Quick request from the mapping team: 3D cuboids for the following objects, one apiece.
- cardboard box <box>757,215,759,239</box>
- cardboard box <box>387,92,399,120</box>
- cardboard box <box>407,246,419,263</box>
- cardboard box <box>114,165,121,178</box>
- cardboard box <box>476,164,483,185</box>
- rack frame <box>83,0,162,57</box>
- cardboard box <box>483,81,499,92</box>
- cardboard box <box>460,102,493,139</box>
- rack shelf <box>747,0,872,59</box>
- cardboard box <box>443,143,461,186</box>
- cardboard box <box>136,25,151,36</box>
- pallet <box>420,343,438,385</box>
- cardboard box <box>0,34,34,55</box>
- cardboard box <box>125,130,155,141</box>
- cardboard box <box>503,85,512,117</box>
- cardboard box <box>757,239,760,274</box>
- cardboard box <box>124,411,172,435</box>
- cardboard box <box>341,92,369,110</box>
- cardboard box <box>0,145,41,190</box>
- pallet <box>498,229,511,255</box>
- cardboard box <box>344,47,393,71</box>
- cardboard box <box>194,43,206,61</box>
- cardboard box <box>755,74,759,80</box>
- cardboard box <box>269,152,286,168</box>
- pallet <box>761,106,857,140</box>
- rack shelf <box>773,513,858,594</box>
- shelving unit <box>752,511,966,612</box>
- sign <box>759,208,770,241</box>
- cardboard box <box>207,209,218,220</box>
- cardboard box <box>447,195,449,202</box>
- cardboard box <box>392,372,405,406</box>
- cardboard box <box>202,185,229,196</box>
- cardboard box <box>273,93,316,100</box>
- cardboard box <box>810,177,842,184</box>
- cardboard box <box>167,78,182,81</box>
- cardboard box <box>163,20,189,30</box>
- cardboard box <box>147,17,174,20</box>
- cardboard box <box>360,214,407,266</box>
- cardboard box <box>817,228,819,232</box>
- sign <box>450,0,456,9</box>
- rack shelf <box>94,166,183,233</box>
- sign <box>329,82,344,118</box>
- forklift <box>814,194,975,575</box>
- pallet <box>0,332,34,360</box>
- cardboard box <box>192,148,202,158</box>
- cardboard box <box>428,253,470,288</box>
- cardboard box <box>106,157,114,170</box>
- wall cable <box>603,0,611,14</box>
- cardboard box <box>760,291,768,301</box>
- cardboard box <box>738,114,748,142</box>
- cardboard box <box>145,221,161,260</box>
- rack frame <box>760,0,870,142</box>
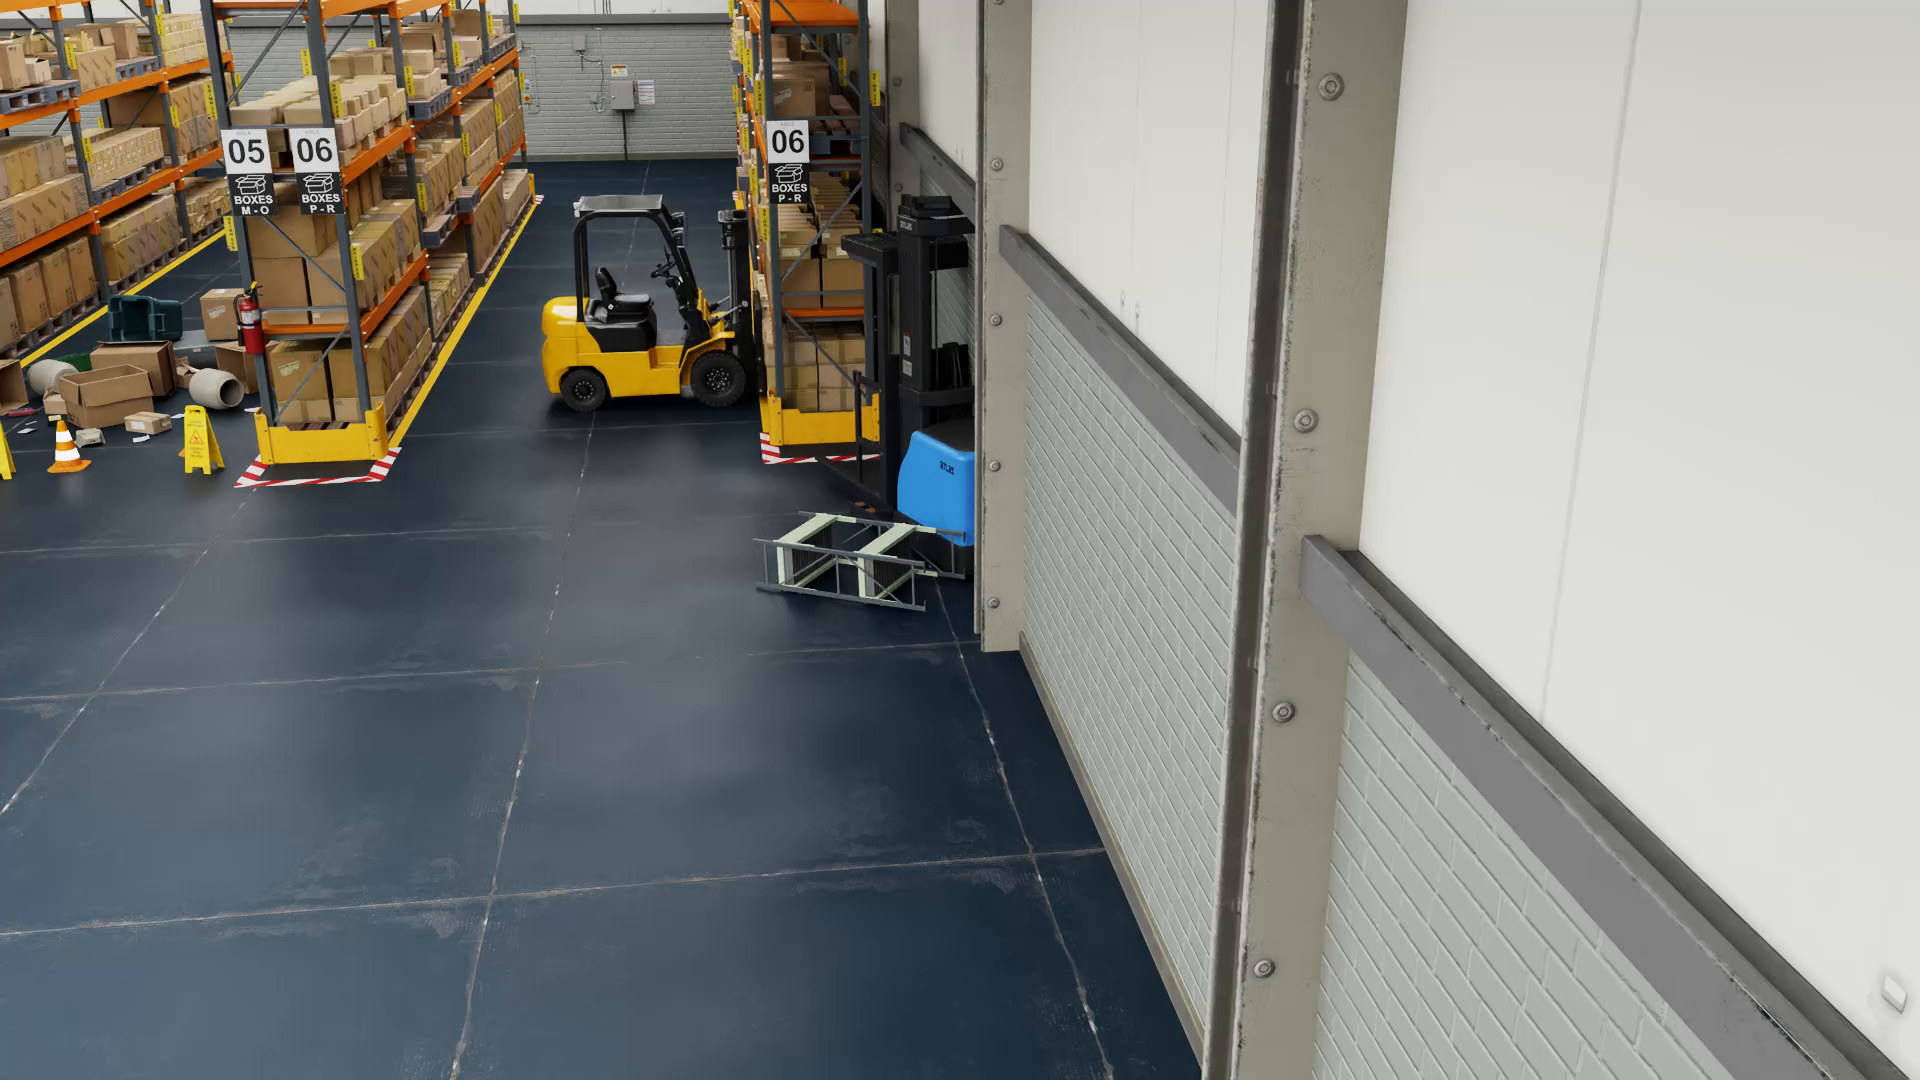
[{"bbox_3d":[-2.278,-3.933,20.747,0.500,0.250,0.500,-2,21,-7],"label":"cardboard box"},{"bbox_3d":[-6.454,-4.750,18.223,0.500,0.250,0.500,-3,21,-9],"label":"cardboard box"},{"bbox_3d":[-6.467,-3.290,19.172,0.380,0.149,0.250,-2,21,-7],"label":"cardboard box"},{"bbox_3d":[-12.342,-5.306,23.968,0.380,0.149,0.250,-2,21,-6],"label":"cardboard box"},{"bbox_3d":[-7.417,-5.445,24.797,0.500,0.250,0.500,-2,21,-6],"label":"cardboard box"},{"bbox_3d":[-12.895,-8.885,25.219,1.000,3.000,0.127,-3,21,-8],"label":"rack frame"},{"bbox_3d":[-7.906,-7.565,27.758,0.380,0.149,0.250,-3,21,-8],"label":"cardboard box"},{"bbox_3d":[-7.616,-6.554,25.980,0.500,0.500,0.500,-3,21,-7],"label":"cardboard box"},{"bbox_3d":[-1.658,-5.435,17.581,1.077,0.370,4.000,-3,21,-8],"label":"rack shelf"},{"bbox_3d":[-7.008,-5.036,22.318,0.500,0.500,0.500,-3,21,-9],"label":"cardboard box"},{"bbox_3d":[-12.697,-7.944,25.915,0.380,0.149,0.250,-3,21,-9],"label":"cardboard box"},{"bbox_3d":[-6.726,-2.053,19.485,1.003,0.211,1.213,-3,21,-8],"label":"pallet"},{"bbox_3d":[-12.633,-6.628,22.224,0.396,0.266,0.258,-3,21,-8],"label":"cardboard box"},{"bbox_3d":[-12.604,-6.211,25.540,0.380,0.149,0.250,-4,21,-9],"label":"cardboard box"},{"bbox_3d":[-8.039,-7.580,28.726,0.500,0.500,0.500,-3,21,-8],"label":"cardboard box"},{"bbox_3d":[-2.447,-4.094,23.759,0.875,0.625,0.625,-2,21,-6],"label":"cardboard box"},{"bbox_3d":[-8.469,-1.221,17.347,0.380,0.149,0.250,8,22,20],"label":"cardboard box"},{"bbox_3d":[-6.207,-4.442,16.828,0.380,0.149,0.250,-2,21,-6],"label":"cardboard box"},{"bbox_3d":[-12.113,-4.697,21.007,0.700,0.500,0.500,-3,21,-9],"label":"cardboard box"},{"bbox_3d":[-7.825,-4.790,26.814,1.003,0.211,1.213,-3,21,-8],"label":"pallet"},{"bbox_3d":[-7.236,-5.902,20.418,0.500,0.250,0.500,-3,21,-7],"label":"cardboard box"},{"bbox_3d":[-12.909,-8.119,27.668,0.500,0.250,0.500,-2,21,-5],"label":"cardboard box"},{"bbox_3d":[-2.068,-5.148,18.884,0.500,0.311,0.500,-2,21,-7],"label":"cardboard box"},{"bbox_3d":[-6.609,-3.602,15.719,0.380,0.149,0.250,-3,21,-8],"label":"cardboard box"},{"bbox_3d":[-1.625,-4.490,17.864,1.003,0.211,1.213,-3,21,-8],"label":"pallet"},{"bbox_3d":[-1.152,0.105,13.370,0.370,0.431,0.720,7,21,23],"label":"rack shelf"},{"bbox_3d":[-0.796,0.151,13.216,1.500,0.431,0.755,7,21,23],"label":"shelving unit"},{"bbox_3d":[-1.909,-3.087,16.276,0.100,0.325,0.005,-3,21,-8],"label":"sign"},{"bbox_3d":[-12.856,-5.526,28.272,0.380,0.149,0.250,-3,21,-9],"label":"cardboard box"},{"bbox_3d":[-6.852,-4.420,21.596,0.380,0.149,0.250,-4,21,-9],"label":"cardboard box"},{"bbox_3d":[-6.190,-1.584,17.574,0.500,0.250,0.500,-2,21,-6],"label":"cardboard box"},{"bbox_3d":[-12.933,-6.073,28.888,0.380,0.149,0.250,-2,21,-6],"label":"cardboard box"},{"bbox_3d":[-6.702,-4.414,16.754,0.380,0.149,0.250,-4,21,-9],"label":"cardboard box"},{"bbox_3d":[-1.601,-4.236,19.850,0.380,0.149,0.250,-3,21,-8],"label":"cardboard box"},{"bbox_3d":[-13.537,-7.590,28.328,0.500,0.500,0.500,-3,21,-9],"label":"cardboard box"},{"bbox_3d":[-12.839,-8.401,27.140,0.380,0.149,0.250,-2,21,-5],"label":"cardboard box"},{"bbox_3d":[-13.488,-8.737,28.040,0.380,0.149,0.250,-2,21,-6],"label":"cardboard box"},{"bbox_3d":[-6.387,-3.277,18.210,0.500,0.500,0.500,-2,21,-6],"label":"cardboard box"},{"bbox_3d":[-1.404,-3.217,18.475,0.500,0.500,0.500,-3,21,-7],"label":"cardboard box"},{"bbox_3d":[-9.138,-9.570,29.978,0.100,0.325,0.005,-3,21,-8],"label":"sign"},{"bbox_3d":[-12.606,-5.046,24.541,1.077,0.370,4.000,-3,21,-8],"label":"rack shelf"},{"bbox_3d":[-5.744,-4.047,15.302,0.100,0.325,0.005,-3,21,-8],"label":"sign"},{"bbox_3d":[-0.322,-1.561,14.282,1.130,2.935,3.031,-12,24,-29],"label":"forklift"},{"bbox_3d":[-11.927,-2.262,20.046,1.003,0.211,1.213,-3,21,-8],"label":"pallet"},{"bbox_3d":[-12.818,-6.432,27.584,0.380,0.149,0.250,-3,21,-7],"label":"cardboard box"},{"bbox_3d":[-7.363,-3.744,23.184,0.950,0.372,0.625,-4,21,-11],"label":"cardboard box"},{"bbox_3d":[-12.309,-5.359,23.686,0.380,0.149,0.250,-3,21,-8],"label":"cardboard box"},{"bbox_3d":[-6.180,-12.692,35.358,2.988,3.039,0.133,-3,21,-8],"label":"wall cable"},{"bbox_3d":[-2.040,-2.686,19.095,0.500,0.250,0.500,-2,21,-6],"label":"cardboard box"},{"bbox_3d":[-3.251,-6.676,27.135,0.700,0.500,0.500,-2,21,-6],"label":"cardboard box"},{"bbox_3d":[-12.395,-4.502,25.029,0.500,0.500,0.500,-3,21,-9],"label":"cardboard box"},{"bbox_3d":[-1.370,-5.267,15.531,1.000,3.000,0.127,-3,21,-8],"label":"rack frame"}]
